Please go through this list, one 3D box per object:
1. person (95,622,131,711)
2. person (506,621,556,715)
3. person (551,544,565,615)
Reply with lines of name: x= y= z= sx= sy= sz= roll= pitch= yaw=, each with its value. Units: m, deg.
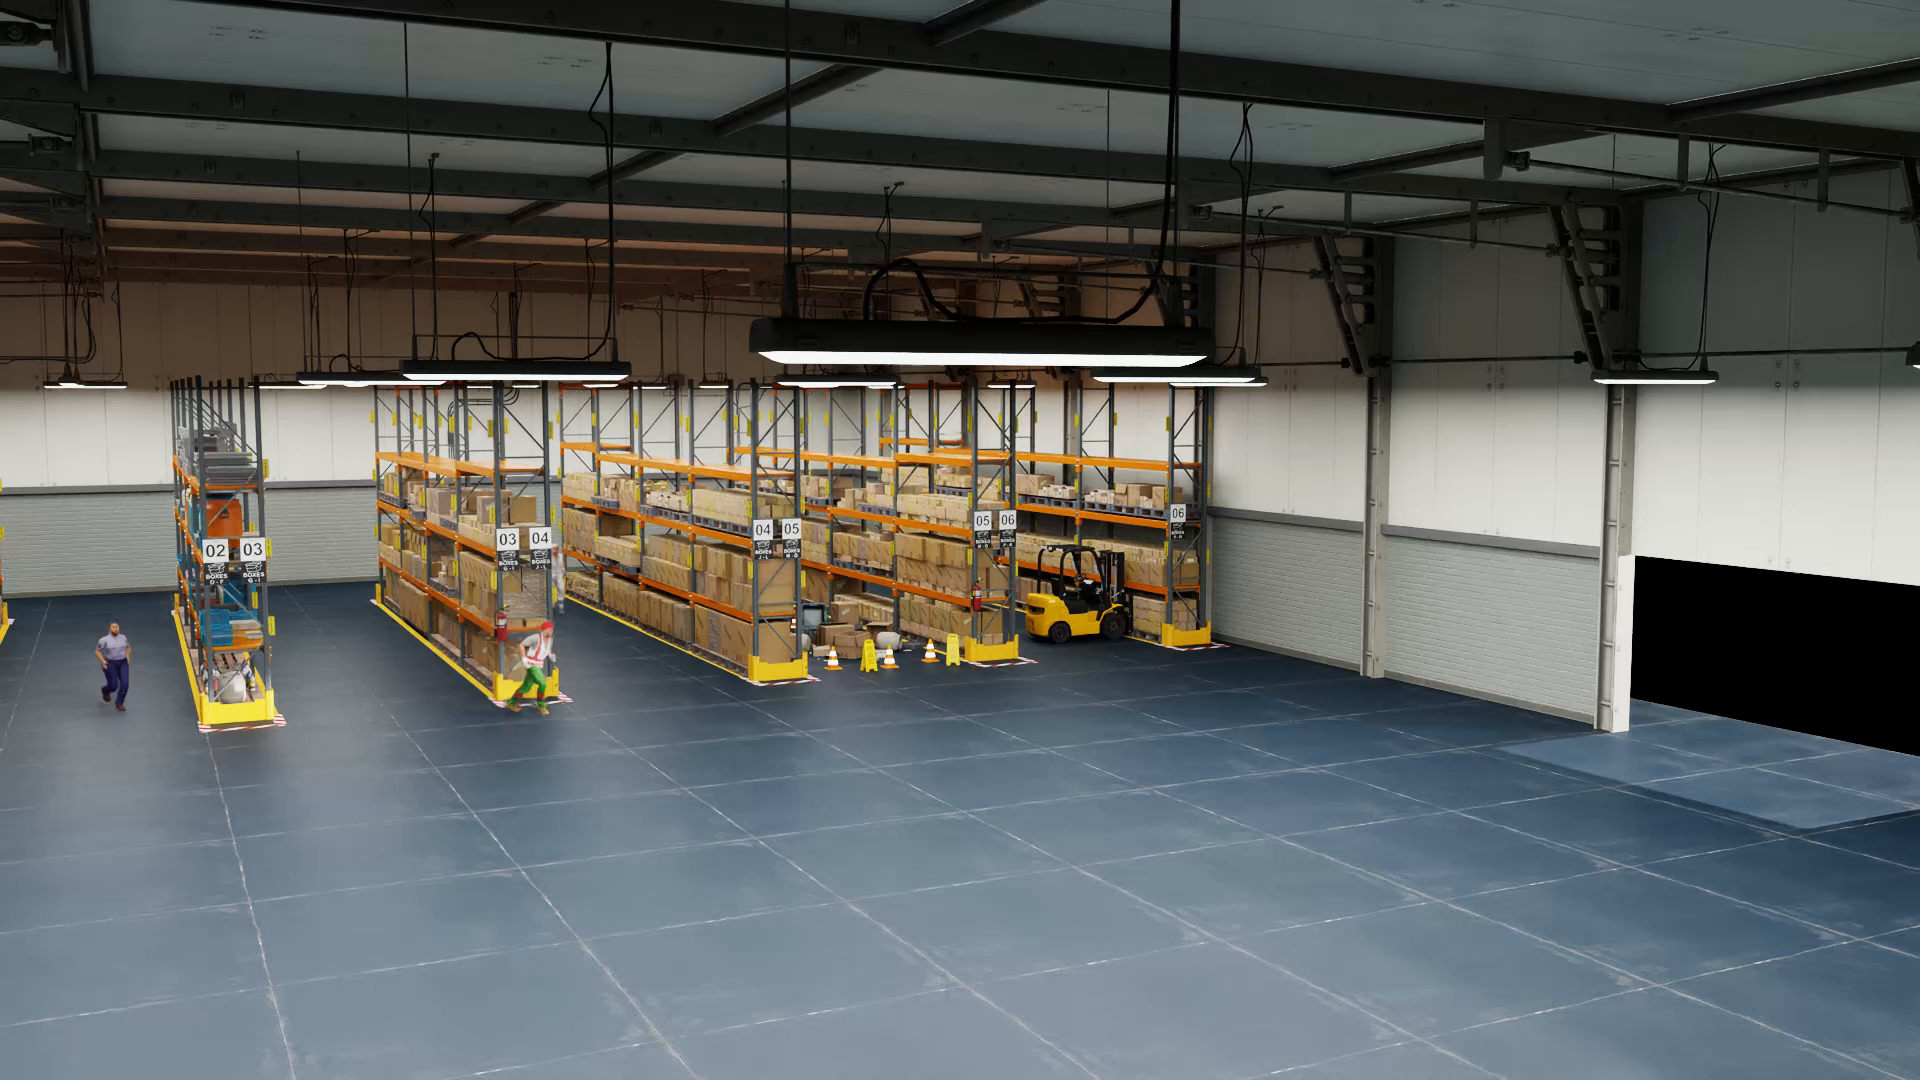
person: x=-15.247 y=2.270 z=29.998 sx=0.574 sy=1.609 sz=0.614 roll=5 pitch=7 yaw=42
person: x=-7.621 y=2.283 z=29.649 sx=0.963 sy=1.711 sz=0.694 roll=2 pitch=5 yaw=21
person: x=-10.538 y=1.004 z=43.188 sx=0.622 sy=1.836 sz=0.994 roll=-2 pitch=5 yaw=-20
